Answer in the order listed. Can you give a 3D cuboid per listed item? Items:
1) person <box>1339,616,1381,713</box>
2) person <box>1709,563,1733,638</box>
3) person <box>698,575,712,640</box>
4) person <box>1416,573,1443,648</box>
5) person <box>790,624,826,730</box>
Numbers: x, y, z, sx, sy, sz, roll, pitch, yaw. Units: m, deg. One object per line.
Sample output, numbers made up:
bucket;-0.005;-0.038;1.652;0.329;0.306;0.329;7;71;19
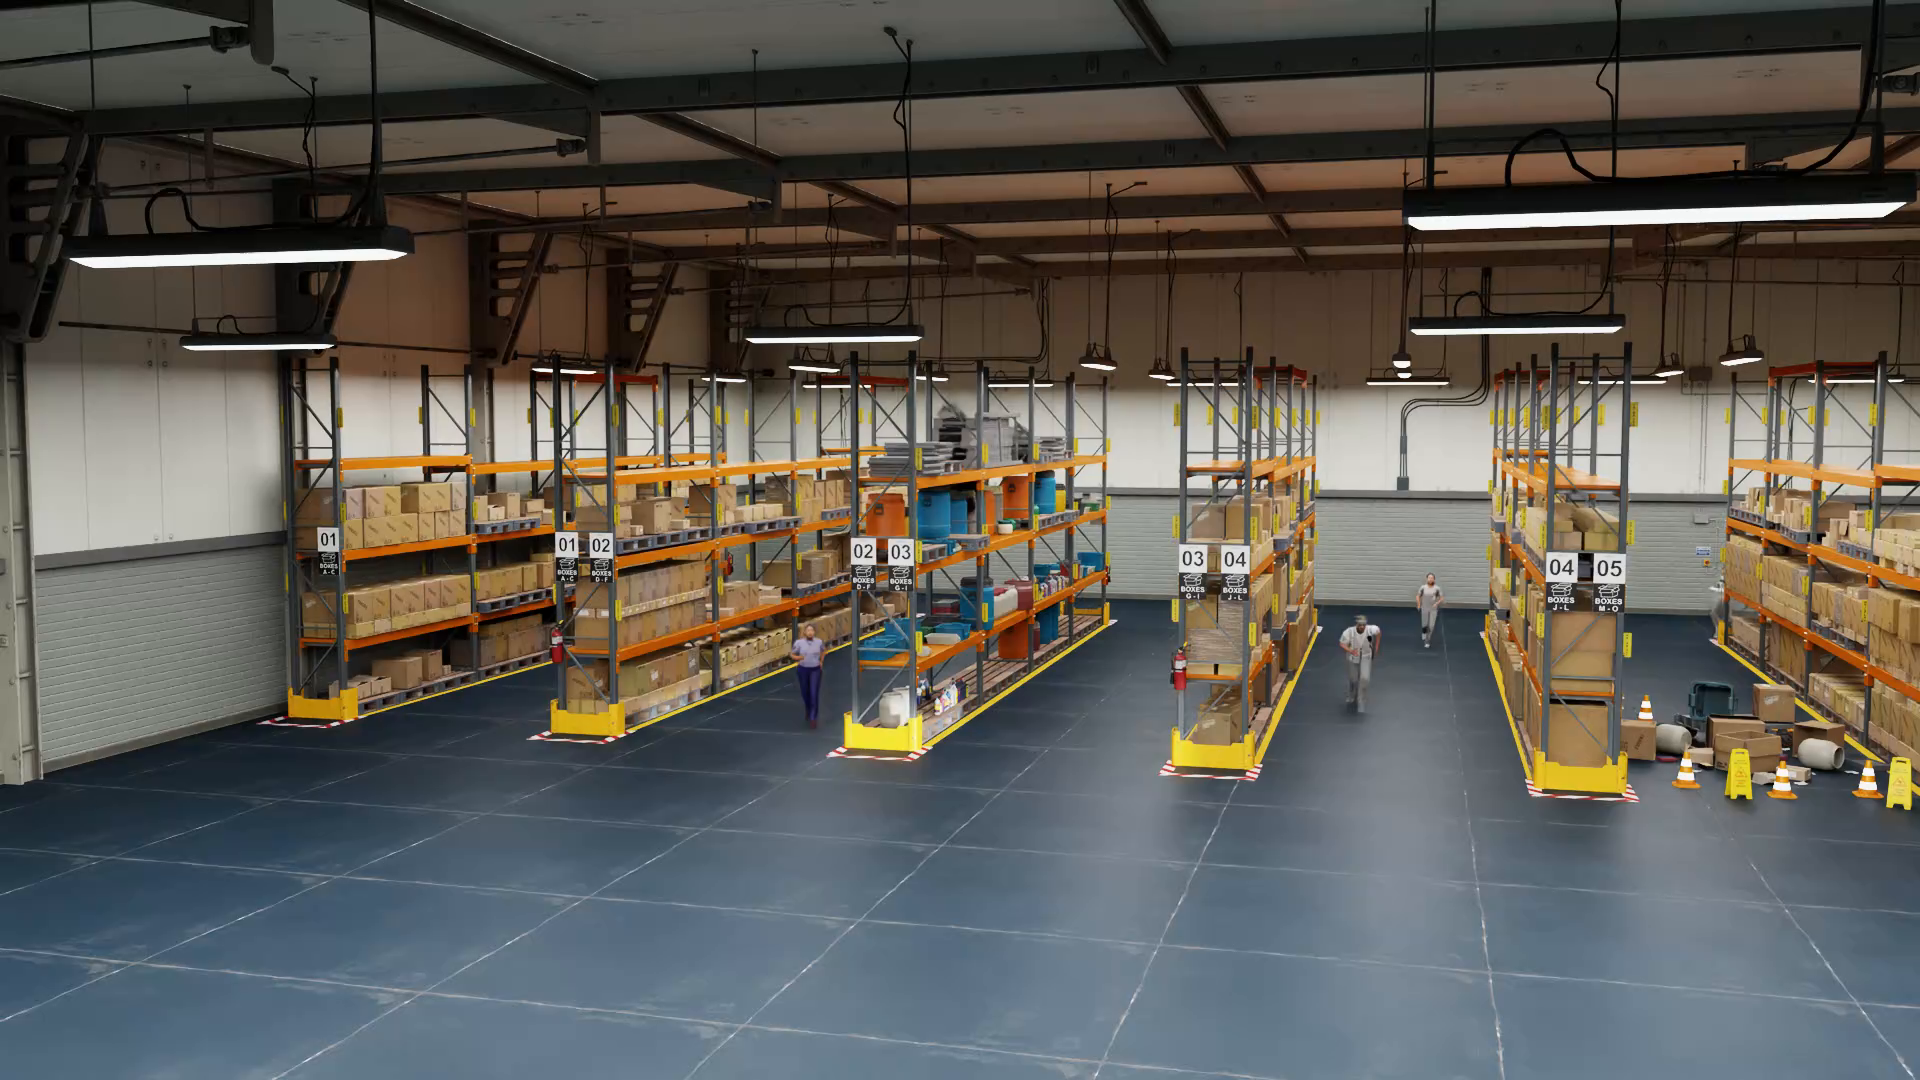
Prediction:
person;6.856;2.110;28.599;0.707;1.720;1.018;0;4;6
person;17.328;1.399;37.690;0.710;1.738;0.577;1;4;9
person;-5.537;1.558;35.977;0.581;1.633;0.599;1;4;17
person;10.251;1.534;36.299;0.566;1.626;0.574;1;4;16
person;-2.473;2.179;27.059;0.581;1.649;0.826;0;4;-1
